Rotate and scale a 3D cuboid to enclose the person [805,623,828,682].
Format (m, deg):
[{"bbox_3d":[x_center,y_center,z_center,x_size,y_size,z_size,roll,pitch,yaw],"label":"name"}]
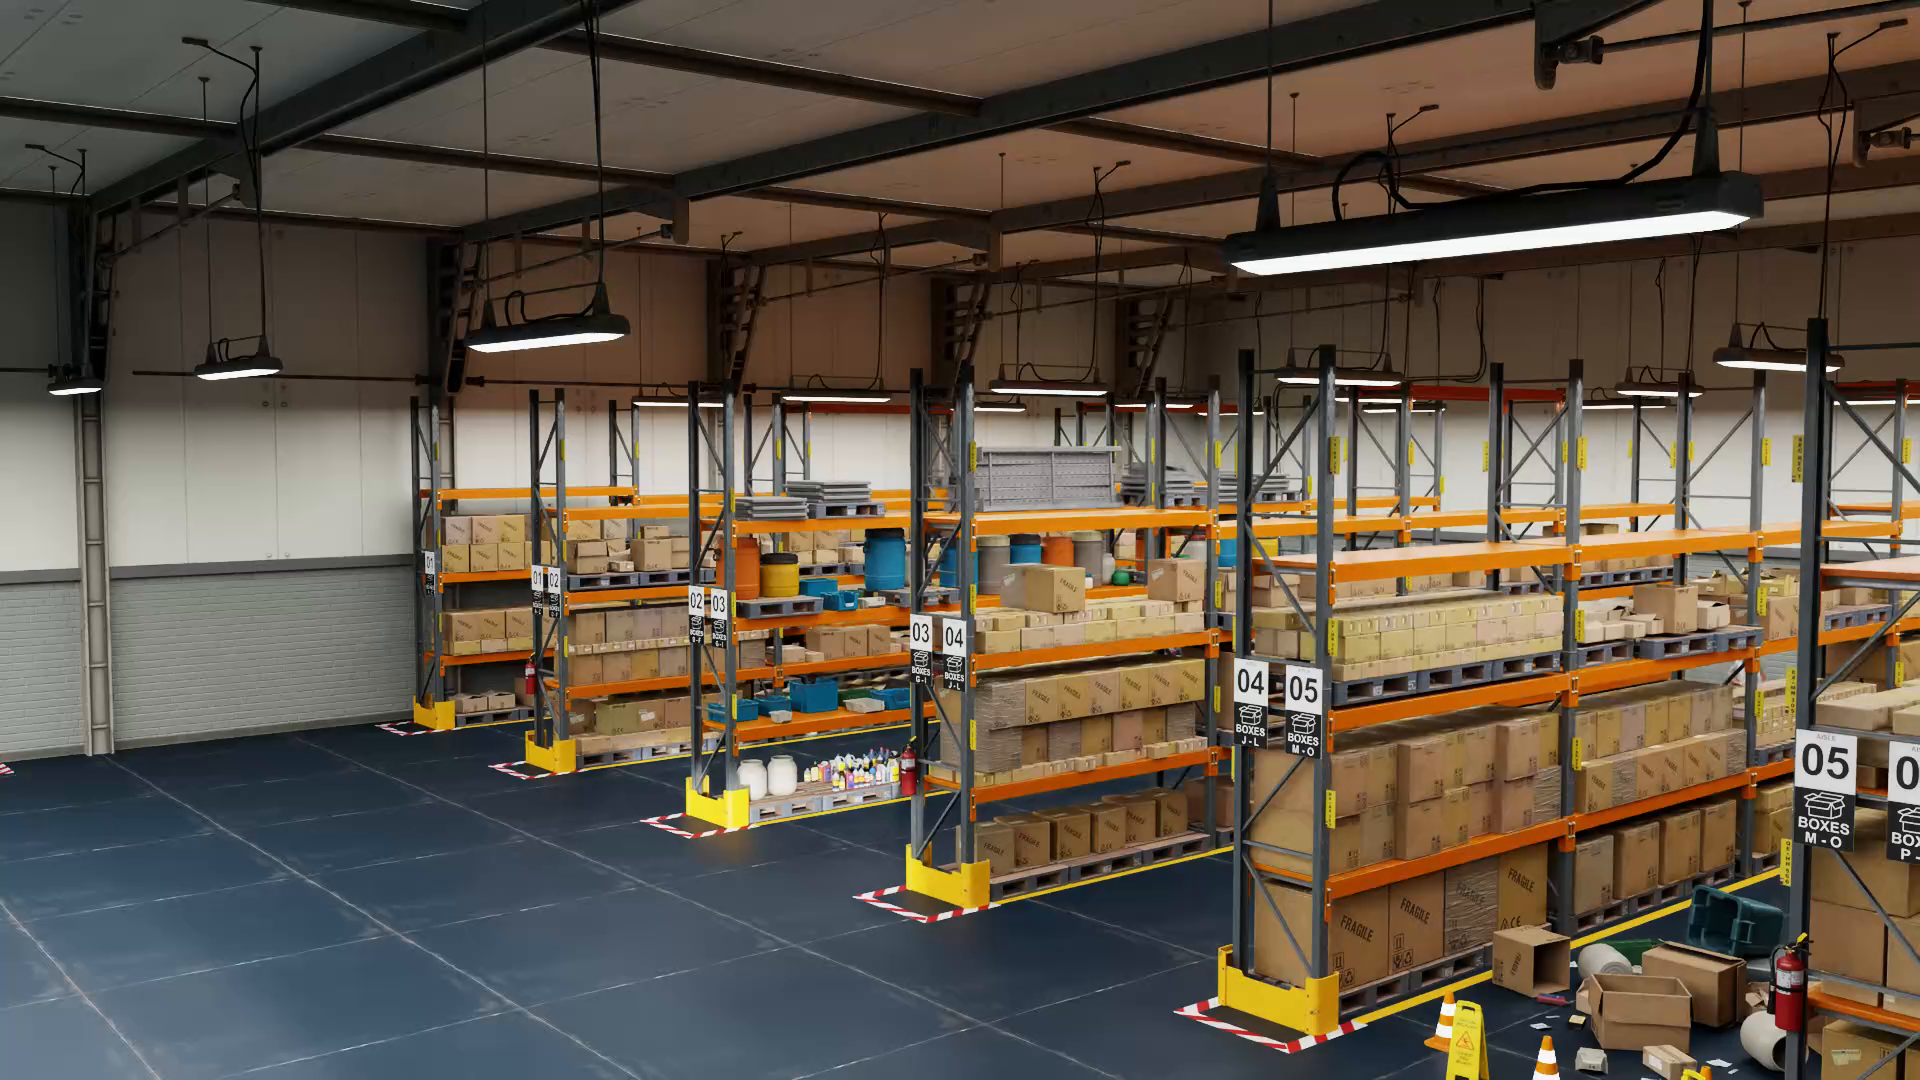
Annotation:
[{"bbox_3d":[-2.718,2.185,31.759,0.506,1.643,0.581,-3,5,-43],"label":"person"}]

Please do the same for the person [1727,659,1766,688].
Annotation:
[{"bbox_3d":[13.279,2.645,28.038,0.686,1.761,0.938,0,3,6],"label":"person"}]
